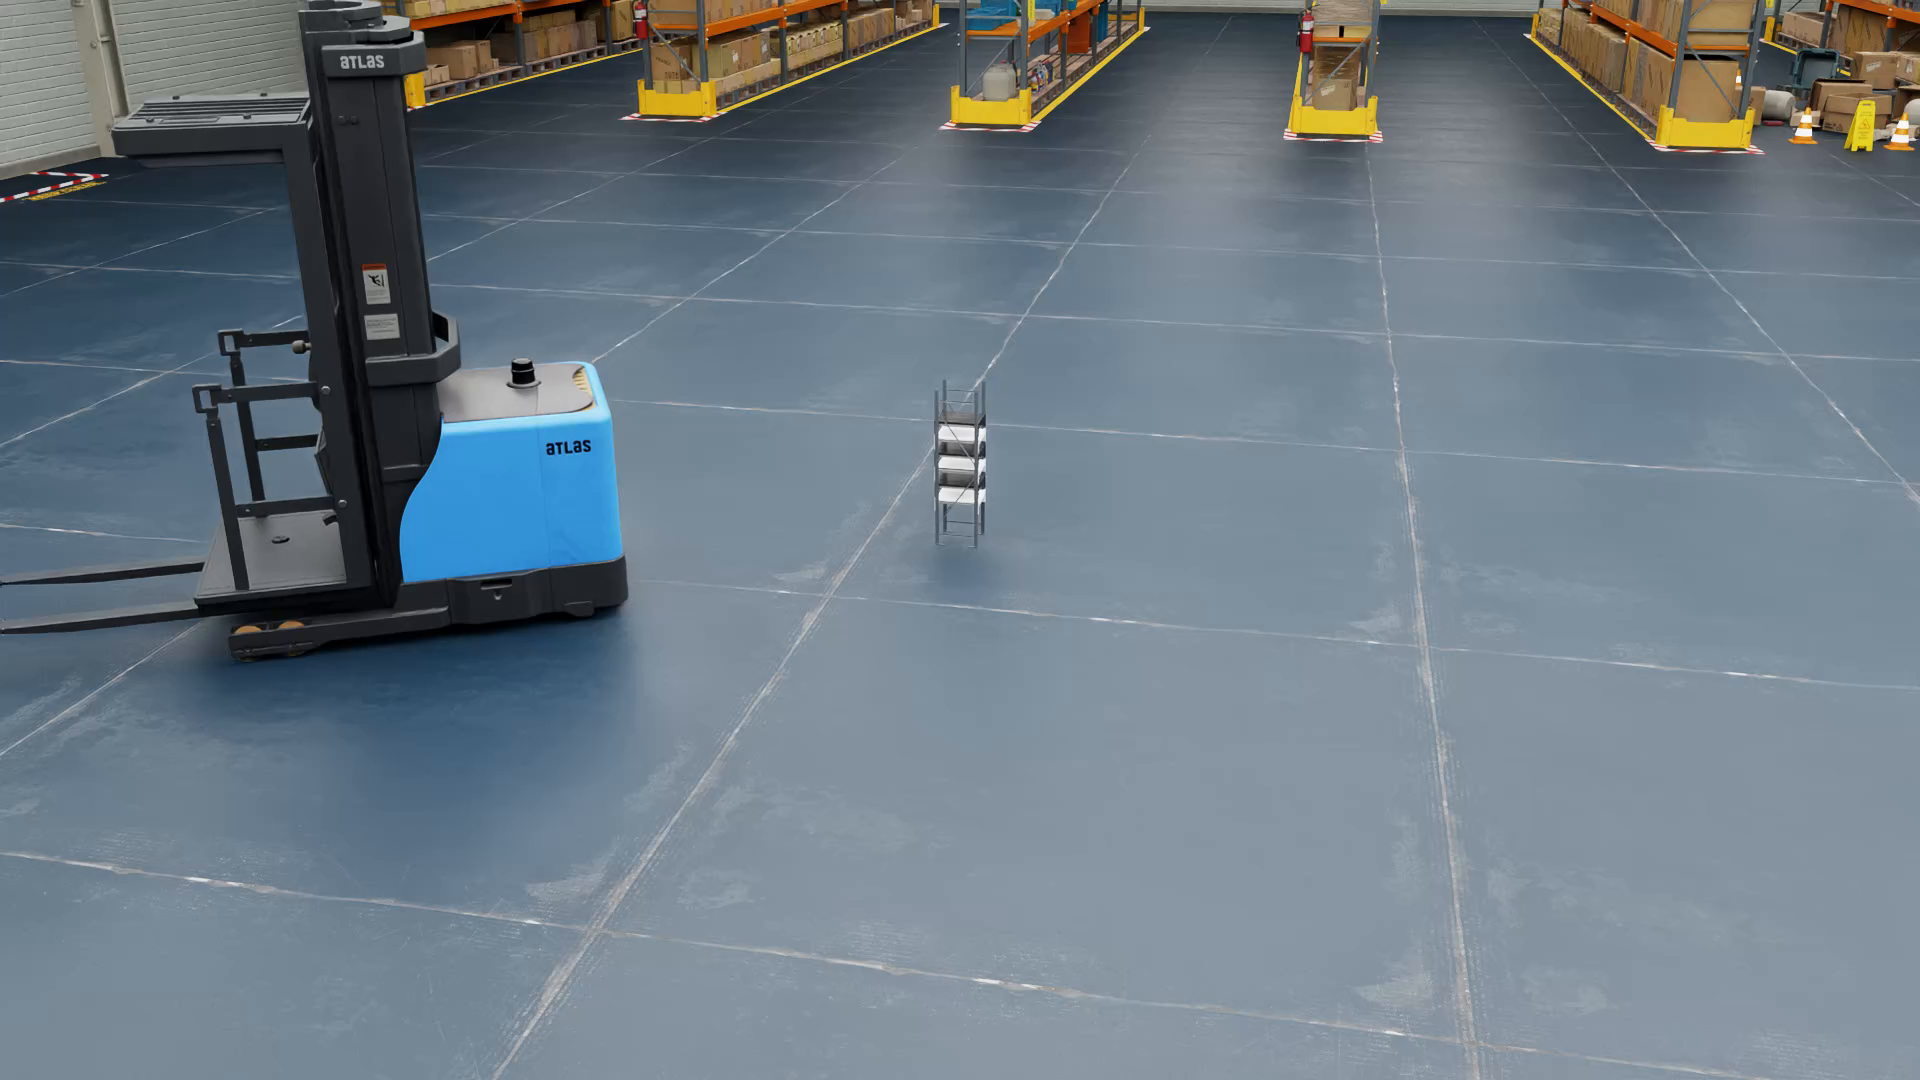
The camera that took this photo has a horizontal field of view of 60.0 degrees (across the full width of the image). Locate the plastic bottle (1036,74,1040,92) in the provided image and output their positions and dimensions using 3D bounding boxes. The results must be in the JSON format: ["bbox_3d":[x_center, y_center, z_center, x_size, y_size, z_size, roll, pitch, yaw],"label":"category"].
[{"bbox_3d":[1.233,-7.277,26.453,0.061,0.283,0.133,5,22,12],"label":"plastic bottle"}]

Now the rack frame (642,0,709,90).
[{"bbox_3d":[-4.355,-7.991,25.180,1.000,3.000,0.127,4,22,11],"label":"rack frame"}]

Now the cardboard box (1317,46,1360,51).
[{"bbox_3d":[6.421,-8.138,28.301,0.700,0.500,0.500,4,22,11],"label":"cardboard box"}]

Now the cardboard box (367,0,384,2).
[{"bbox_3d":[-9.317,-8.843,26.466,0.500,0.500,0.500,4,22,10],"label":"cardboard box"}]

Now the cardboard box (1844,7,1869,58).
[{"bbox_3d":[17.267,-9.513,31.241,0.875,0.875,0.875,5,22,12],"label":"cardboard box"}]

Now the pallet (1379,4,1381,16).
[{"bbox_3d":[6.457,-8.877,27.636,1.003,0.211,1.213,4,22,11],"label":"pallet"}]

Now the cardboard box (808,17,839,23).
[{"bbox_3d":[-2.762,-10.321,33.723,0.500,0.500,0.500,5,23,13],"label":"cardboard box"}]

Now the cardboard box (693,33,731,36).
[{"bbox_3d":[-4.144,-8.210,27.837,0.500,0.500,0.500,4,22,11],"label":"cardboard box"}]

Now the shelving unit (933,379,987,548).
[{"bbox_3d":[0.002,-0.420,9.193,0.258,0.900,0.210,4,22,11],"label":"shelving unit"}]

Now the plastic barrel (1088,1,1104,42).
[{"bbox_3d":[2.670,-10.765,34.315,0.600,0.901,0.708,4,22,11],"label":"plastic barrel"}]

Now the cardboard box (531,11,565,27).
[{"bbox_3d":[-7.946,-10.026,31.986,0.500,0.250,0.500,4,22,11],"label":"cardboard box"}]

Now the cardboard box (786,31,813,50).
[{"bbox_3d":[-2.999,-9.137,30.394,0.500,0.311,0.500,4,22,9],"label":"cardboard box"}]

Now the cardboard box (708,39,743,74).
[{"bbox_3d":[-3.838,-7.804,26.830,0.500,0.500,0.500,4,22,11],"label":"cardboard box"}]

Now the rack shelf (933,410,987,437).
[{"bbox_3d":[0.002,-0.640,9.104,0.258,0.077,0.200,4,22,11],"label":"rack shelf"}]

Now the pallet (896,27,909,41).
[{"bbox_3d":[-1.765,-11.337,37.221,1.003,0.211,1.213,4,22,11],"label":"pallet"}]

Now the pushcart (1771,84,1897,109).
[{"bbox_3d":[13.618,-6.881,25.934,1.648,0.377,0.936,-3,22,-8],"label":"pushcart"}]

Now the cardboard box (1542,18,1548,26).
[{"bbox_3d":[12.851,-11.232,36.082,0.380,0.149,0.250,5,23,13],"label":"cardboard box"}]

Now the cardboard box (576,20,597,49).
[{"bbox_3d":[-7.669,-10.070,33.100,0.700,0.500,0.500,5,22,12],"label":"cardboard box"}]

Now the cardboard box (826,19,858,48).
[{"bbox_3d":[-2.350,-10.106,33.188,0.500,0.500,0.500,5,23,13],"label":"cardboard box"}]

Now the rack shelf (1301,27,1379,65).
[{"bbox_3d":[5.750,-7.632,25.252,1.077,0.370,4.000,4,22,11],"label":"rack shelf"}]

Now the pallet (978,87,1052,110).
[{"bbox_3d":[0.885,-7.091,26.679,1.003,0.211,1.213,4,22,11],"label":"pallet"}]

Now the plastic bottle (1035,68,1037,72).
[{"bbox_3d":[1.250,-7.571,27.185,0.061,0.283,0.133,4,22,11],"label":"plastic bottle"}]

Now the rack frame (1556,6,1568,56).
[{"bbox_3d":[12.626,-11.208,33.168,1.000,3.000,0.127,4,22,11],"label":"rack frame"}]

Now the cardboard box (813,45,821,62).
[{"bbox_3d":[-2.901,-9.064,30.963,0.500,0.250,0.500,5,22,12],"label":"cardboard box"}]

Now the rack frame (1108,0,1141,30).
[{"bbox_3d":[3.758,-13.463,38.768,1.000,3.000,0.127,4,22,11],"label":"rack frame"}]

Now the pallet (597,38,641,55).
[{"bbox_3d":[-7.338,-10.282,34.601,1.003,0.211,1.213,4,22,11],"label":"pallet"}]

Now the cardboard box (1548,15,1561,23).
[{"bbox_3d":[12.638,-10.989,35.081,0.380,0.149,0.250,4,22,9],"label":"cardboard box"}]

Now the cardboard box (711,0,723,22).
[{"bbox_3d":[-4.145,-8.399,26.060,0.700,0.500,0.500,5,22,12],"label":"cardboard box"}]

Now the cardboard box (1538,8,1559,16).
[{"bbox_3d":[13.002,-11.653,36.731,0.380,0.149,0.250,3,22,8],"label":"cardboard box"}]

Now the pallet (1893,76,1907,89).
[{"bbox_3d":[16.515,-7.826,28.502,1.003,0.211,1.213,4,22,11],"label":"pallet"}]

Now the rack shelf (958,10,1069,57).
[{"bbox_3d":[0.902,-8.010,26.189,1.077,0.370,4.000,4,22,11],"label":"rack shelf"}]

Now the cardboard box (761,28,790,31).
[{"bbox_3d":[-3.426,-9.360,30.946,0.500,0.311,0.500,4,22,10],"label":"cardboard box"}]

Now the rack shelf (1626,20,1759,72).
[{"bbox_3d":[10.585,-7.217,24.221,1.077,0.370,4.000,4,22,11],"label":"rack shelf"}]

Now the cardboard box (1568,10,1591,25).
[{"bbox_3d":[12.110,-10.146,32.311,0.500,0.250,0.500,5,22,12],"label":"cardboard box"}]

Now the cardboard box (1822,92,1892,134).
[{"bbox_3d":[12.924,-6.156,23.966,0.797,0.503,0.637,-11,25,-26],"label":"cardboard box"}]

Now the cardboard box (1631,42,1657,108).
[{"bbox_3d":[10.616,-6.937,24.844,0.875,0.875,0.875,5,22,11],"label":"cardboard box"}]

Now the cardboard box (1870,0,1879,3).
[{"bbox_3d":[16.614,-9.728,29.693,0.500,0.250,0.500,5,22,12],"label":"cardboard box"}]

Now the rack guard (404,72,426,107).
[{"bbox_3d":[-9.190,-7.235,26.650,1.175,0.500,0.348,4,22,11],"label":"rack guard"}]

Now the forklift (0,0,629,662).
[{"bbox_3d":[-3.258,-1.001,7.915,3.031,2.935,1.130,-6,23,-15],"label":"forklift"}]

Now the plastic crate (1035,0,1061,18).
[{"bbox_3d":[1.350,-8.580,26.842,0.499,0.251,0.616,4,22,11],"label":"plastic crate"}]

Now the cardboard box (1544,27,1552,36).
[{"bbox_3d":[12.750,-10.913,35.688,0.380,0.149,0.250,3,22,8],"label":"cardboard box"}]

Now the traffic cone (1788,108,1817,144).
[{"bbox_3d":[11.676,-5.729,22.958,0.336,0.463,0.334,4,22,11],"label":"traffic cone"}]

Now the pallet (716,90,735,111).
[{"bbox_3d":[-4.240,-6.980,26.403,1.003,0.211,1.213,4,22,11],"label":"pallet"}]

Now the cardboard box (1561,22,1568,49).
[{"bbox_3d":[12.215,-9.993,32.935,0.500,0.500,0.500,5,23,13],"label":"cardboard box"}]

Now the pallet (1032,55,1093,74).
[{"bbox_3d":[1.930,-8.964,31.328,1.003,0.211,1.213,4,22,11],"label":"pallet"}]

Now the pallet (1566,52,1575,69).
[{"bbox_3d":[12.222,-9.182,31.870,1.003,0.211,1.213,4,22,11],"label":"pallet"}]

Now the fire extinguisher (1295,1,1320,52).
[{"bbox_3d":[4.868,-7.192,23.299,0.296,0.674,0.183,4,22,11],"label":"fire extinguisher"}]

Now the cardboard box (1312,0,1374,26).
[{"bbox_3d":[5.481,-7.618,23.721,0.875,0.500,0.500,4,22,11],"label":"cardboard box"}]

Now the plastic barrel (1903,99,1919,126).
[{"bbox_3d":[13.983,-6.155,24.069,0.421,0.421,0.512,-16,27,-35],"label":"plastic barrel"}]

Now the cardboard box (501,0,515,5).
[{"bbox_3d":[-8.189,-9.573,29.283,0.500,0.250,0.500,5,22,11],"label":"cardboard box"}]

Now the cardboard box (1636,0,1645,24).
[{"bbox_3d":[10.930,-8.216,25.538,0.875,0.550,0.550,4,22,11],"label":"cardboard box"}]

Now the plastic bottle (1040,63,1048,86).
[{"bbox_3d":[1.355,-7.604,27.177,0.144,0.351,0.185,4,22,11],"label":"plastic bottle"}]

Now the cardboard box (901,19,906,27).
[{"bbox_3d":[-1.442,-11.724,37.651,0.380,0.166,0.250,4,22,11],"label":"cardboard box"}]

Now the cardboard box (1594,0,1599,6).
[{"bbox_3d":[11.454,-9.648,29.160,0.500,0.500,0.500,5,22,12],"label":"cardboard box"}]

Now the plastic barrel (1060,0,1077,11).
[{"bbox_3d":[1.685,-9.426,28.071,0.600,0.901,0.708,4,22,11],"label":"plastic barrel"}]

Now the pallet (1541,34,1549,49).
[{"bbox_3d":[12.975,-10.610,35.416,1.003,0.211,1.213,4,22,11],"label":"pallet"}]

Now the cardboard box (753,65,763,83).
[{"bbox_3d":[-3.619,-7.821,27.876,0.500,0.250,0.500,4,22,11],"label":"cardboard box"}]
